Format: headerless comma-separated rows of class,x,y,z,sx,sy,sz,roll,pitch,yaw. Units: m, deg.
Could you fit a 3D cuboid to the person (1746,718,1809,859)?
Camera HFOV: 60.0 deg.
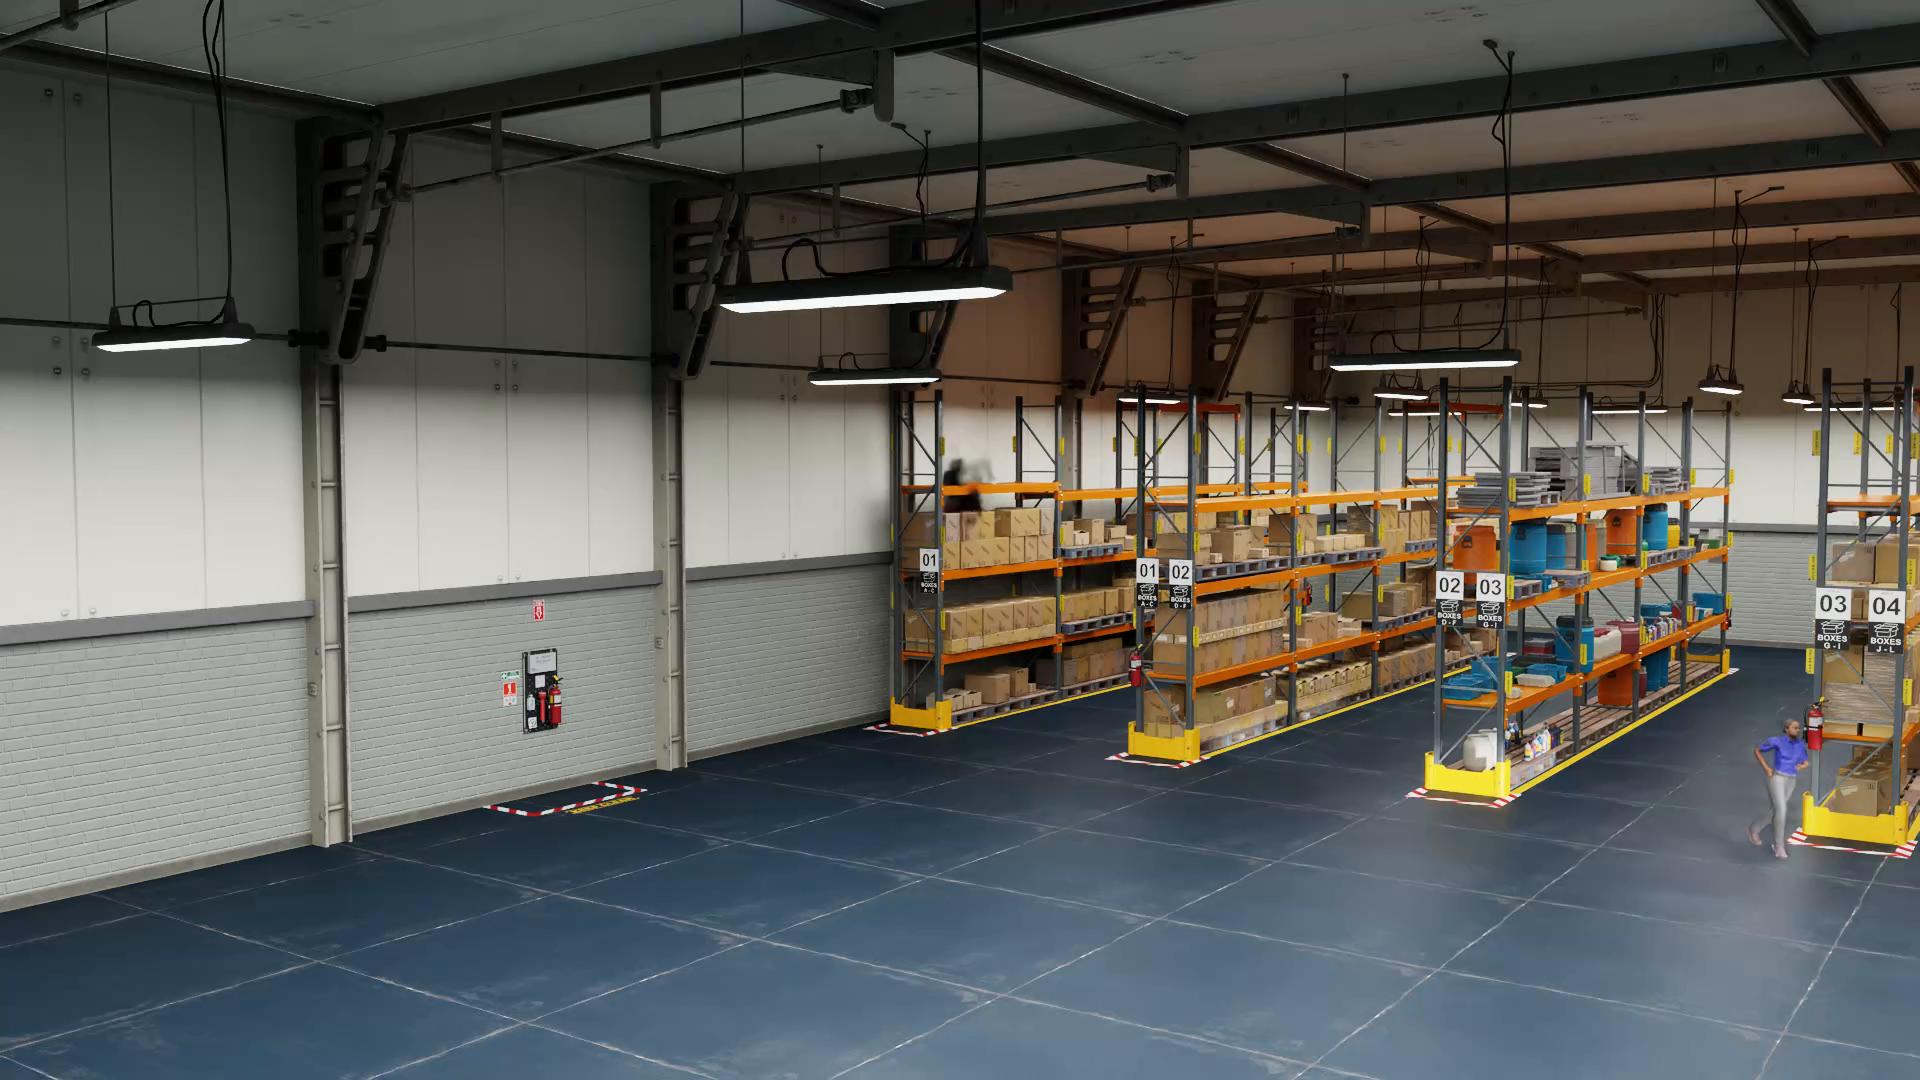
person,10.171,3.042,20.597,0.592,1.696,0.807,-1,3,-15
